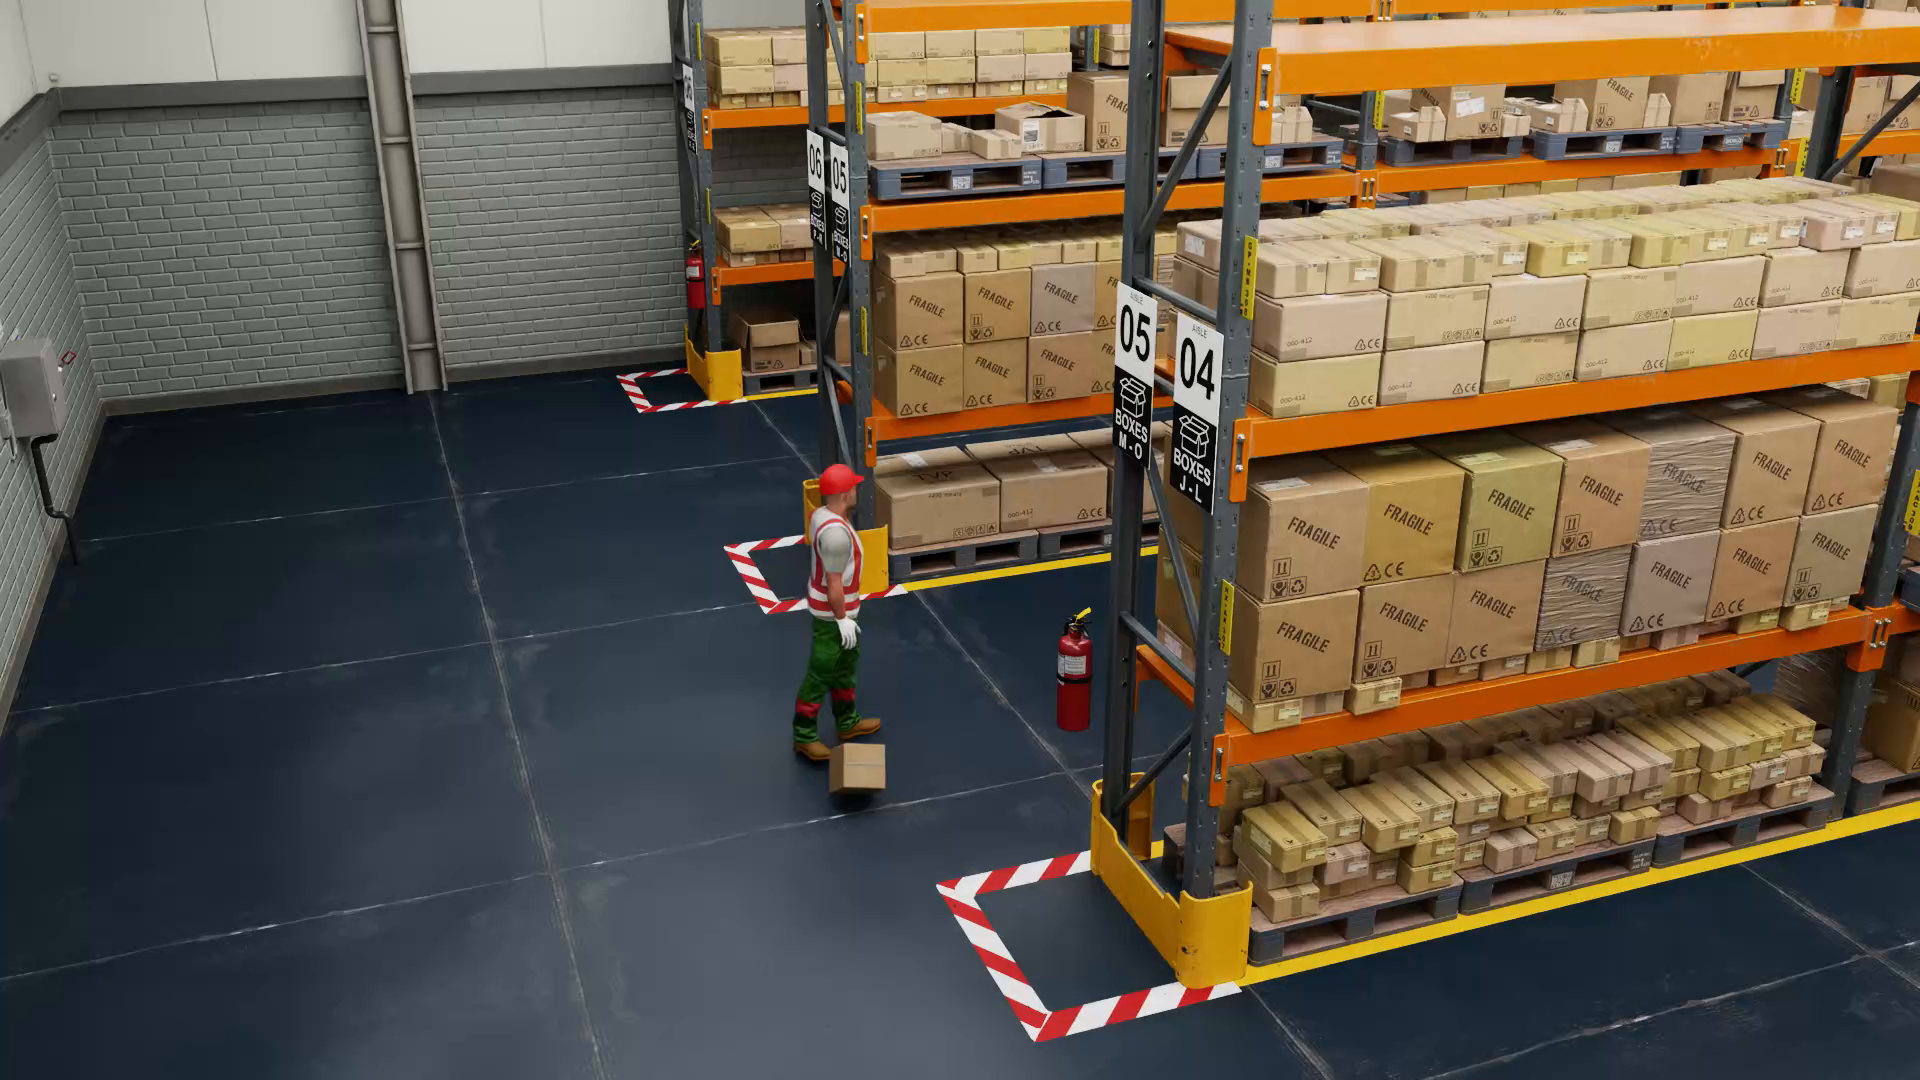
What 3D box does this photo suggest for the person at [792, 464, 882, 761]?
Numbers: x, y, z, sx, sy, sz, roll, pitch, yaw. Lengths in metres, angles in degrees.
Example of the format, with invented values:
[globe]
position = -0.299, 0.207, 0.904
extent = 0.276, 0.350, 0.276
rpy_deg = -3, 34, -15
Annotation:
[person]
position = -0.742, 0.413, 9.806
extent = 0.558, 1.791, 0.573
rpy_deg = -3, 22, -7
